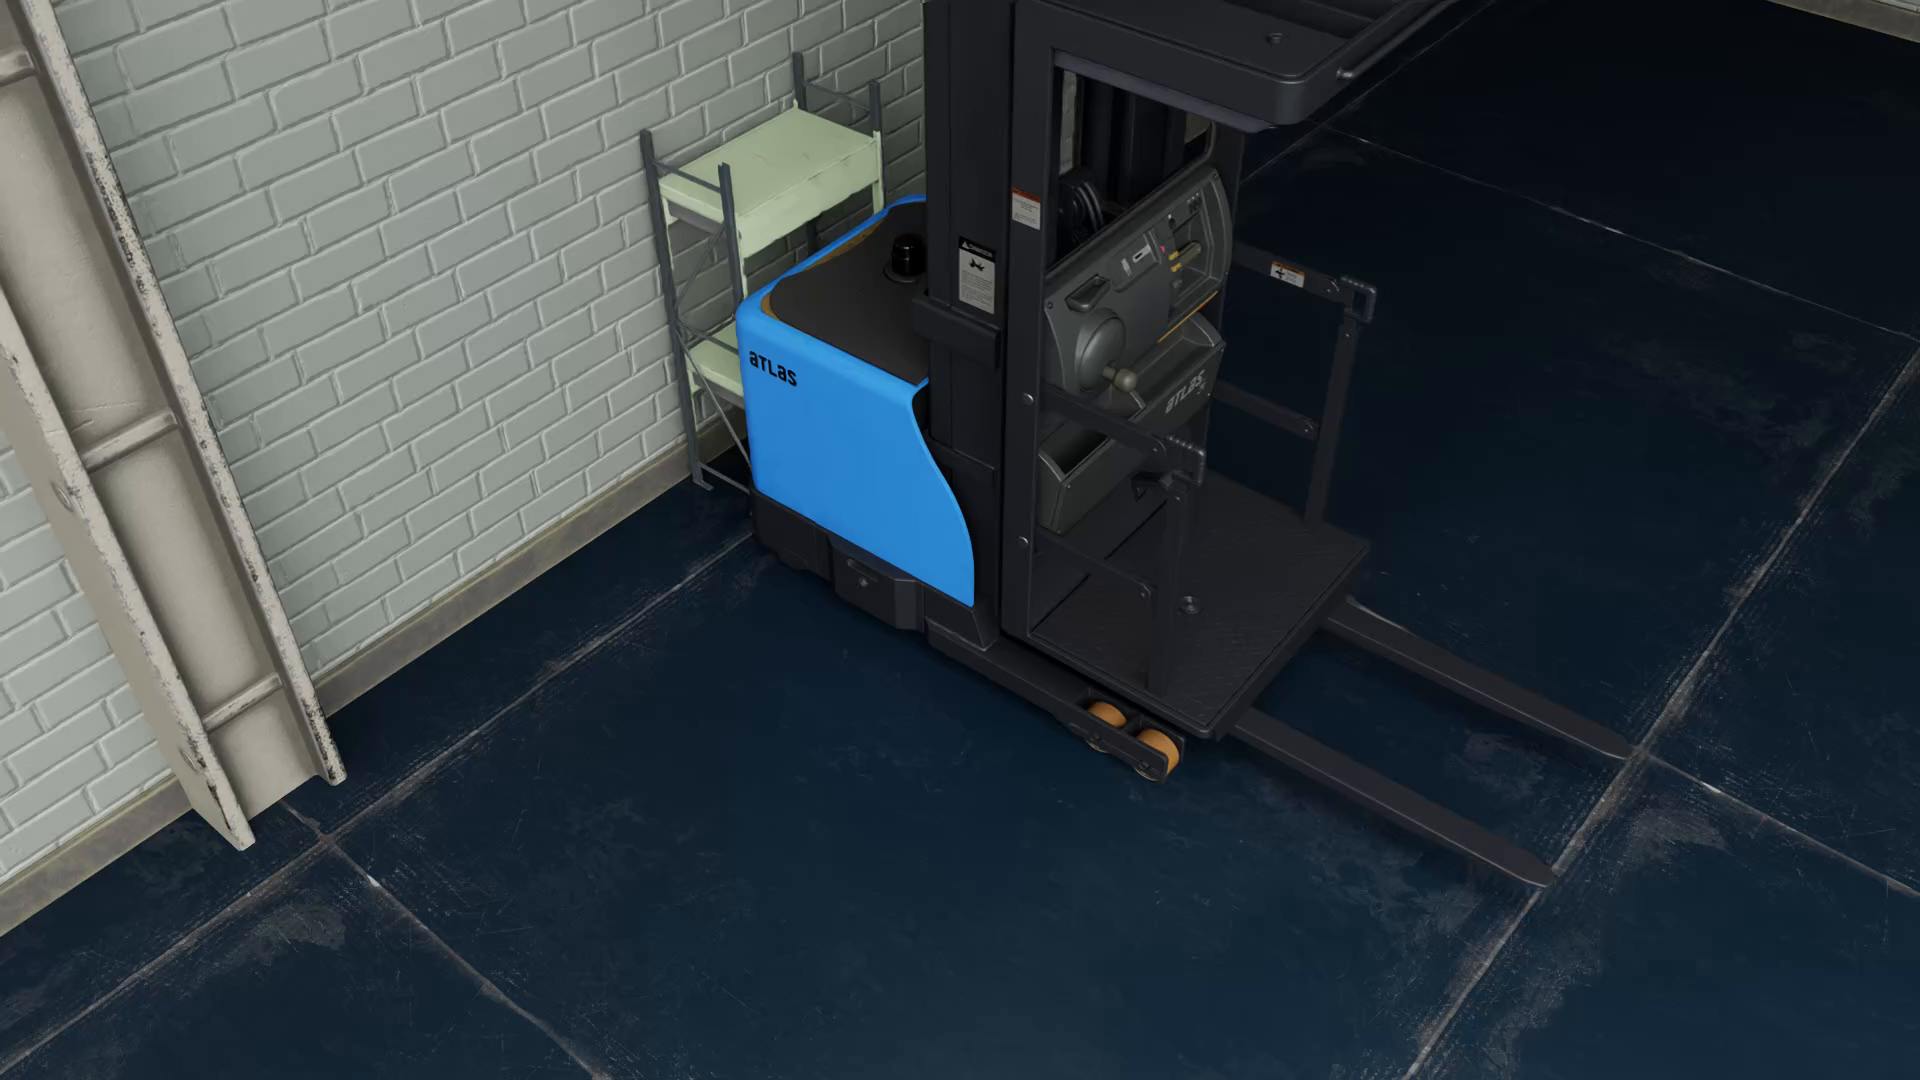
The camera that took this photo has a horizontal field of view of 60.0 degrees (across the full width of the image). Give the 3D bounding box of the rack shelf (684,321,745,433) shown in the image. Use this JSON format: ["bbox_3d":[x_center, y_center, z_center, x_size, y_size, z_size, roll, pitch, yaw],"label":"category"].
[{"bbox_3d":[-0.654,-0.659,6.334,0.431,0.370,0.720,28,49,29],"label":"rack shelf"}]

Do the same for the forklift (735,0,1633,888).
[{"bbox_3d":[0.709,-0.714,4.857,3.031,2.935,1.130,28,49,27],"label":"forklift"}]

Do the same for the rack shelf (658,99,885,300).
[{"bbox_3d":[-0.663,-1.196,5.861,0.431,0.370,0.720,28,49,29],"label":"rack shelf"}]

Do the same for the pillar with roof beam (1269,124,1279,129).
[{"bbox_3d":[4.925,-3.752,3.687,9.100,9.000,0.400,29,50,28],"label":"pillar with roof beam"}]

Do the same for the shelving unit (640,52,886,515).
[{"bbox_3d":[-0.658,-0.903,6.119,0.431,1.500,0.755,28,49,29],"label":"shelving unit"}]

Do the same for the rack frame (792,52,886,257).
[{"bbox_3d":[-0.428,-1.093,6.330,0.400,1.500,0.023,28,49,29],"label":"rack frame"}]

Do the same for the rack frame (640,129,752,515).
[{"bbox_3d":[-0.889,-0.713,5.908,0.400,1.500,0.023,28,49,29],"label":"rack frame"}]

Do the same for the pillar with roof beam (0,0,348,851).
[{"bbox_3d":[1.063,-0.662,0.290,9.100,9.000,0.400,29,50,28],"label":"pillar with roof beam"}]
